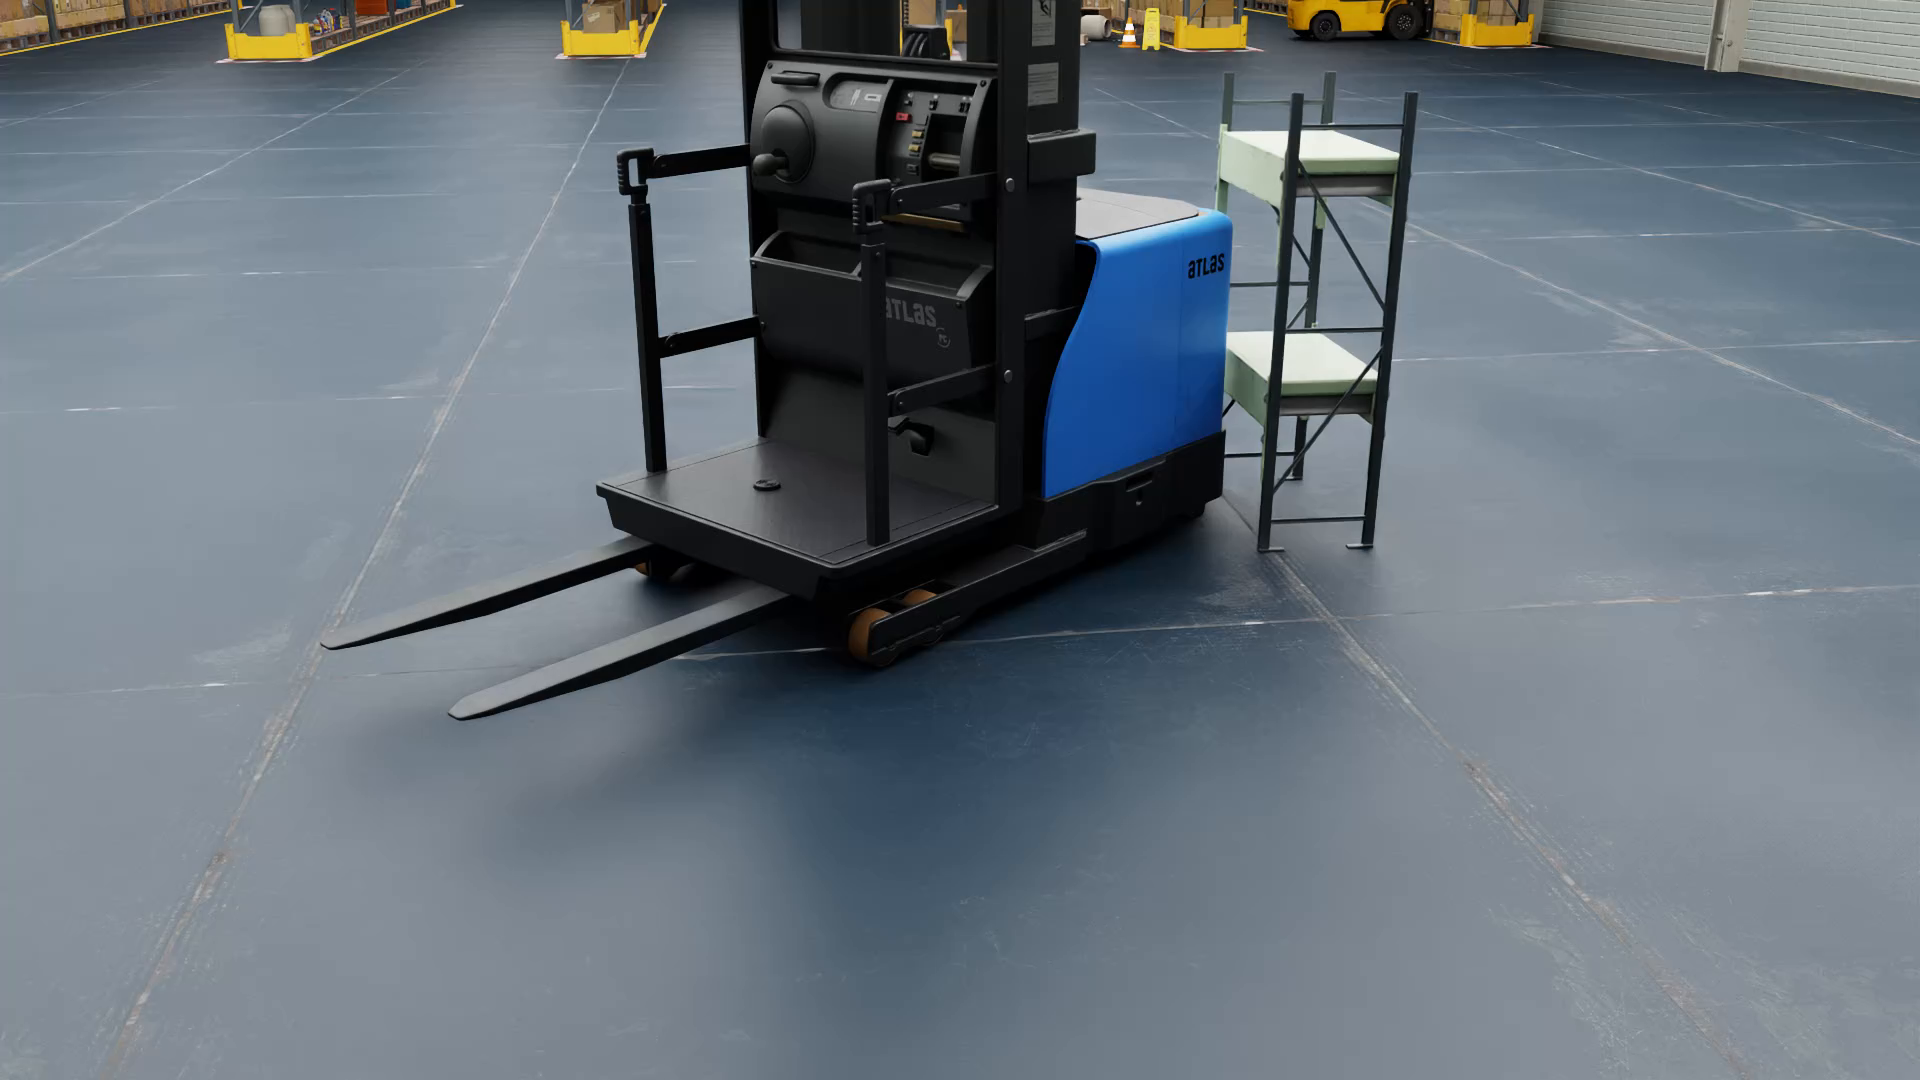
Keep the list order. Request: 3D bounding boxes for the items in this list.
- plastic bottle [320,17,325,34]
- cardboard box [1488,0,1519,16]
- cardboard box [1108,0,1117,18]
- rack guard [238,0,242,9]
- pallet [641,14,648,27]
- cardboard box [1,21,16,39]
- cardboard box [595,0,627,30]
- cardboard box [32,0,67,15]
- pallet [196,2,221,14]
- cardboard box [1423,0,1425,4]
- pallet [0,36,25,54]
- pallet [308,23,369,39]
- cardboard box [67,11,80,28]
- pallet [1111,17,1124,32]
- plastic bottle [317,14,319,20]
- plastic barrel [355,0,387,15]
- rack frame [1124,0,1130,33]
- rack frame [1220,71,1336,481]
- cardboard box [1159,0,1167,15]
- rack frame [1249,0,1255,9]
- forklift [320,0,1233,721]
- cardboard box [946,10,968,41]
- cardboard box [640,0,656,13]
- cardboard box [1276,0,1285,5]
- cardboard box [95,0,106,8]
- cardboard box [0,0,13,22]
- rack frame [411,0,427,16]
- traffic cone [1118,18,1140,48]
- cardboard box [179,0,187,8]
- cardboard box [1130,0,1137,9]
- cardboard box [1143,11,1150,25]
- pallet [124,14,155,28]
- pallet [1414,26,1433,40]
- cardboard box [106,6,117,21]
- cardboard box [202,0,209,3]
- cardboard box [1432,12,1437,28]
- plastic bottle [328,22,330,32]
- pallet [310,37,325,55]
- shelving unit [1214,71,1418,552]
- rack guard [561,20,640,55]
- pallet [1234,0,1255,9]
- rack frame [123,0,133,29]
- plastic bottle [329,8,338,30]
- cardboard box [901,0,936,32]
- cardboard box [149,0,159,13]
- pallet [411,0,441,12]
[{"bbox_3d":[-10.548,-8.499,27.455,0.097,0.271,0.097,0,20,0],"label":"plastic bottle"},{"bbox_3d":[9.211,-9.126,28.479,0.500,0.250,0.500,-3,21,-7],"label":"cardboard box"},{"bbox_3d":[3.400,-10.339,32.267,0.950,0.372,0.625,-2,21,-4],"label":"cardboard box"},{"bbox_3d":[-17.743,-12.903,39.547,1.175,0.500,0.348,-3,21,-8],"label":"rack guard"},{"bbox_3d":[-6.686,-10.251,32.862,1.003,0.211,1.213,-3,21,-8],"label":"pallet"},{"bbox_3d":[-15.520,-8.185,26.674,0.500,0.250,0.500,-3,21,-8],"label":"cardboard box"},{"bbox_3d":[-5.946,-8.920,28.283,0.500,0.500,0.500,-5,21,-13],"label":"cardboard box"},{"bbox_3d":[-15.837,-9.272,28.783,0.500,0.311,0.500,-3,21,-8],"label":"cardboard box"},{"bbox_3d":[-17.455,-12.070,37.731,1.003,0.211,1.213,-3,21,-8],"label":"pallet"},{"bbox_3d":[8.469,-9.631,29.830,0.500,0.250,0.500,-3,21,-8],"label":"cardboard box"},{"bbox_3d":[-15.772,-7.938,26.668,1.003,0.211,1.213,-3,21,-8],"label":"pallet"},{"bbox_3d":[-11.274,-9.157,29.932,1.003,0.211,1.213,-3,21,-8],"label":"pallet"},{"bbox_3d":[-15.910,-9.183,29.345,0.500,0.250,0.500,-2,21,-6],"label":"cardboard box"},{"bbox_3d":[3.472,-9.906,31.938,1.003,0.211,1.213,-3,21,-8],"label":"pallet"},{"bbox_3d":[-10.756,-8.679,27.919,0.061,0.283,0.133,-3,21,-8],"label":"plastic bottle"},{"bbox_3d":[-11.786,-10.927,33.187,0.600,0.830,0.708,-3,21,-8],"label":"plastic barrel"},{"bbox_3d":[3.585,-10.943,30.729,1.000,3.000,0.127,-3,21,-8],"label":"rack frame"},{"bbox_3d":[1.109,-0.927,6.050,0.400,1.500,0.023,-2,21,-7],"label":"rack frame"},{"bbox_3d":[3.710,-9.263,28.488,0.500,0.500,0.500,-2,21,-6],"label":"cardboard box"},{"bbox_3d":[7.344,-13.965,38.819,1.000,3.000,0.127,-3,21,-8],"label":"rack frame"},{"bbox_3d":[-0.419,-1.211,4.768,1.130,2.935,3.031,18,27,39],"label":"forklift"},{"bbox_3d":[-0.059,-9.003,29.103,0.500,0.500,0.500,1,20,2],"label":"cardboard box"},{"bbox_3d":[-6.876,-11.270,34.040,1.225,0.875,0.875,-4,21,-10],"label":"cardboard box"},{"bbox_3d":[7.413,-12.275,37.267,0.500,0.500,0.500,-4,21,-10],"label":"cardboard box"},{"bbox_3d":[-16.130,-9.978,30.672,0.500,0.311,0.500,-3,21,-8],"label":"cardboard box"},{"bbox_3d":[-15.519,-8.537,26.543,0.500,0.500,0.500,-3,21,-8],"label":"cardboard box"},{"bbox_3d":[-12.275,-12.964,36.138,1.000,3.000,0.127,-3,21,-8],"label":"rack frame"},{"bbox_3d":[2.824,-8.454,27.689,0.336,0.463,0.334,-3,21,-8],"label":"traffic cone"},{"bbox_3d":[-16.823,-11.594,35.414,0.500,0.500,0.500,-3,21,-8],"label":"cardboard box"},{"bbox_3d":[3.403,-9.985,30.422,0.500,0.500,0.500,-2,21,-5],"label":"cardboard box"},{"bbox_3d":[3.571,-9.266,29.568,0.500,0.250,0.500,-3,21,-8],"label":"cardboard box"},{"bbox_3d":[-16.671,-10.284,32.950,1.003,0.211,1.213,-3,21,-8],"label":"pallet"},{"bbox_3d":[8.749,-9.188,30.014,1.003,0.211,1.213,-3,21,-8],"label":"pallet"},{"bbox_3d":[-16.206,-9.891,31.240,0.500,0.250,0.500,-3,21,-8],"label":"cardboard box"},{"bbox_3d":[-17.454,-12.402,37.573,0.797,0.503,0.637,-3,21,-8],"label":"cardboard box"},{"bbox_3d":[8.568,-9.212,29.422,0.500,0.250,0.500,-3,21,-7],"label":"cardboard box"},{"bbox_3d":[-10.606,-8.606,27.842,0.097,0.201,0.097,0,20,0],"label":"plastic bottle"},{"bbox_3d":[-10.715,-7.808,26.320,1.003,0.211,1.213,-3,21,-8],"label":"pallet"},{"bbox_3d":[1.158,-0.800,5.710,0.431,1.500,0.755,-2,21,-7],"label":"shelving unit"},{"bbox_3d":[-5.655,-7.914,26.190,1.175,0.500,0.348,-3,21,-8],"label":"rack guard"},{"bbox_3d":[7.246,-12.896,39.943,1.003,0.211,1.213,-3,21,-8],"label":"pallet"},{"bbox_3d":[-16.601,-11.330,31.764,1.000,3.000,0.127,-3,21,-8],"label":"rack frame"},{"bbox_3d":[-10.717,-8.884,28.372,0.144,0.351,0.185,-4,21,-10],"label":"plastic bottle"},{"bbox_3d":[-0.885,-8.707,27.177,0.875,0.875,0.875,-3,21,-7],"label":"cardboard box"},{"bbox_3d":[-16.532,-10.892,33.536,0.500,0.500,0.500,-3,21,-8],"label":"cardboard box"},{"bbox_3d":[-12.599,-12.333,38.436,1.003,0.211,1.213,-3,21,-8],"label":"pallet"}]
